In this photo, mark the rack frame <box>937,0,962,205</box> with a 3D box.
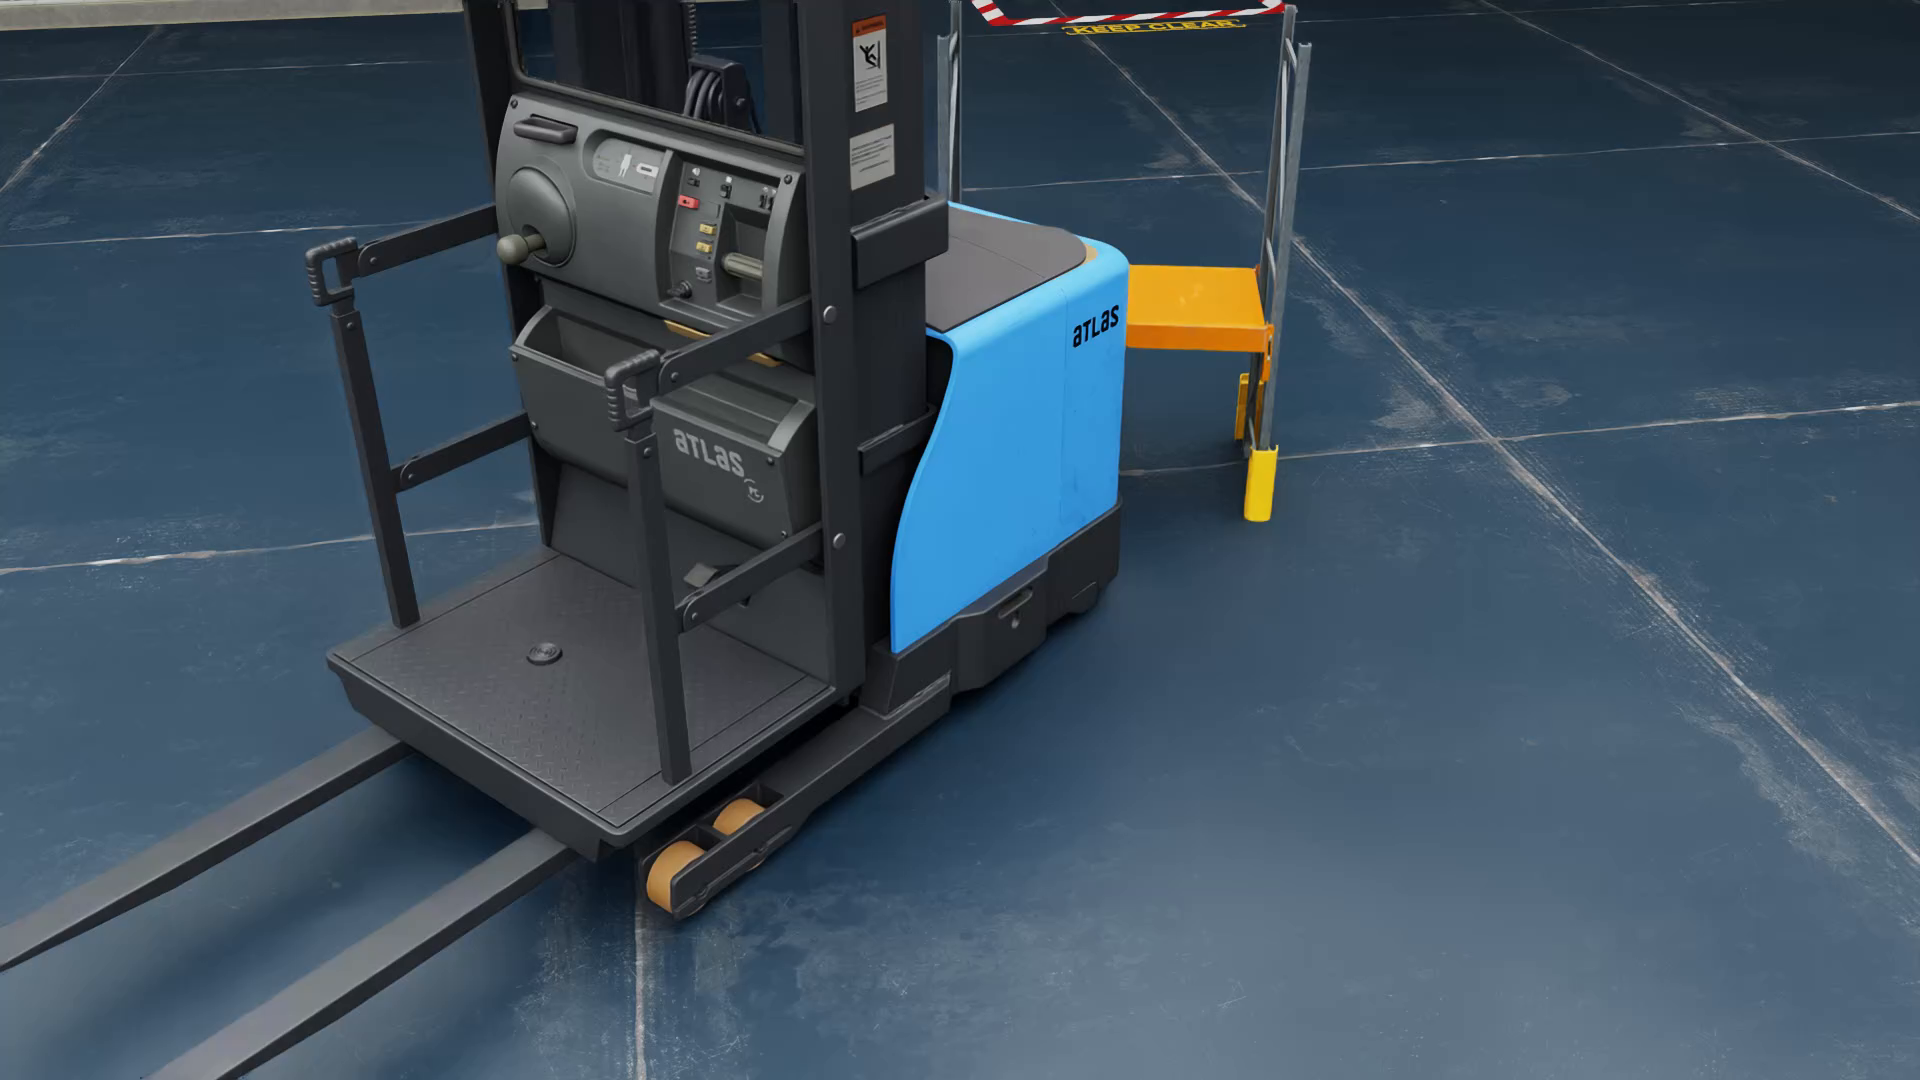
[{"bbox_3d":[-0.029,-0.898,5.297,0.032,1.500,0.500,2,31,4],"label":"rack frame"}]

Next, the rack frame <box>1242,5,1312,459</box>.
[{"bbox_3d":[0.984,-0.856,5.227,0.032,1.500,0.500,2,31,4],"label":"rack frame"}]

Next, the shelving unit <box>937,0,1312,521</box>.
[{"bbox_3d":[0.486,-0.877,5.261,1.083,1.500,0.587,2,31,4],"label":"shelving unit"}]

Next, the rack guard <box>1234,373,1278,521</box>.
[{"bbox_3d":[0.983,-0.318,5.543,0.087,0.250,0.587,2,31,4],"label":"rack guard"}]

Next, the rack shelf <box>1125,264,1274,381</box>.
[{"bbox_3d":[0.477,-0.722,5.353,1.000,0.185,0.538,2,31,4],"label":"rack shelf"}]

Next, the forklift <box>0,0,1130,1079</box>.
[{"bbox_3d":[-0.842,-0.693,3.536,1.130,2.935,3.031,22,37,33],"label":"forklift"}]
